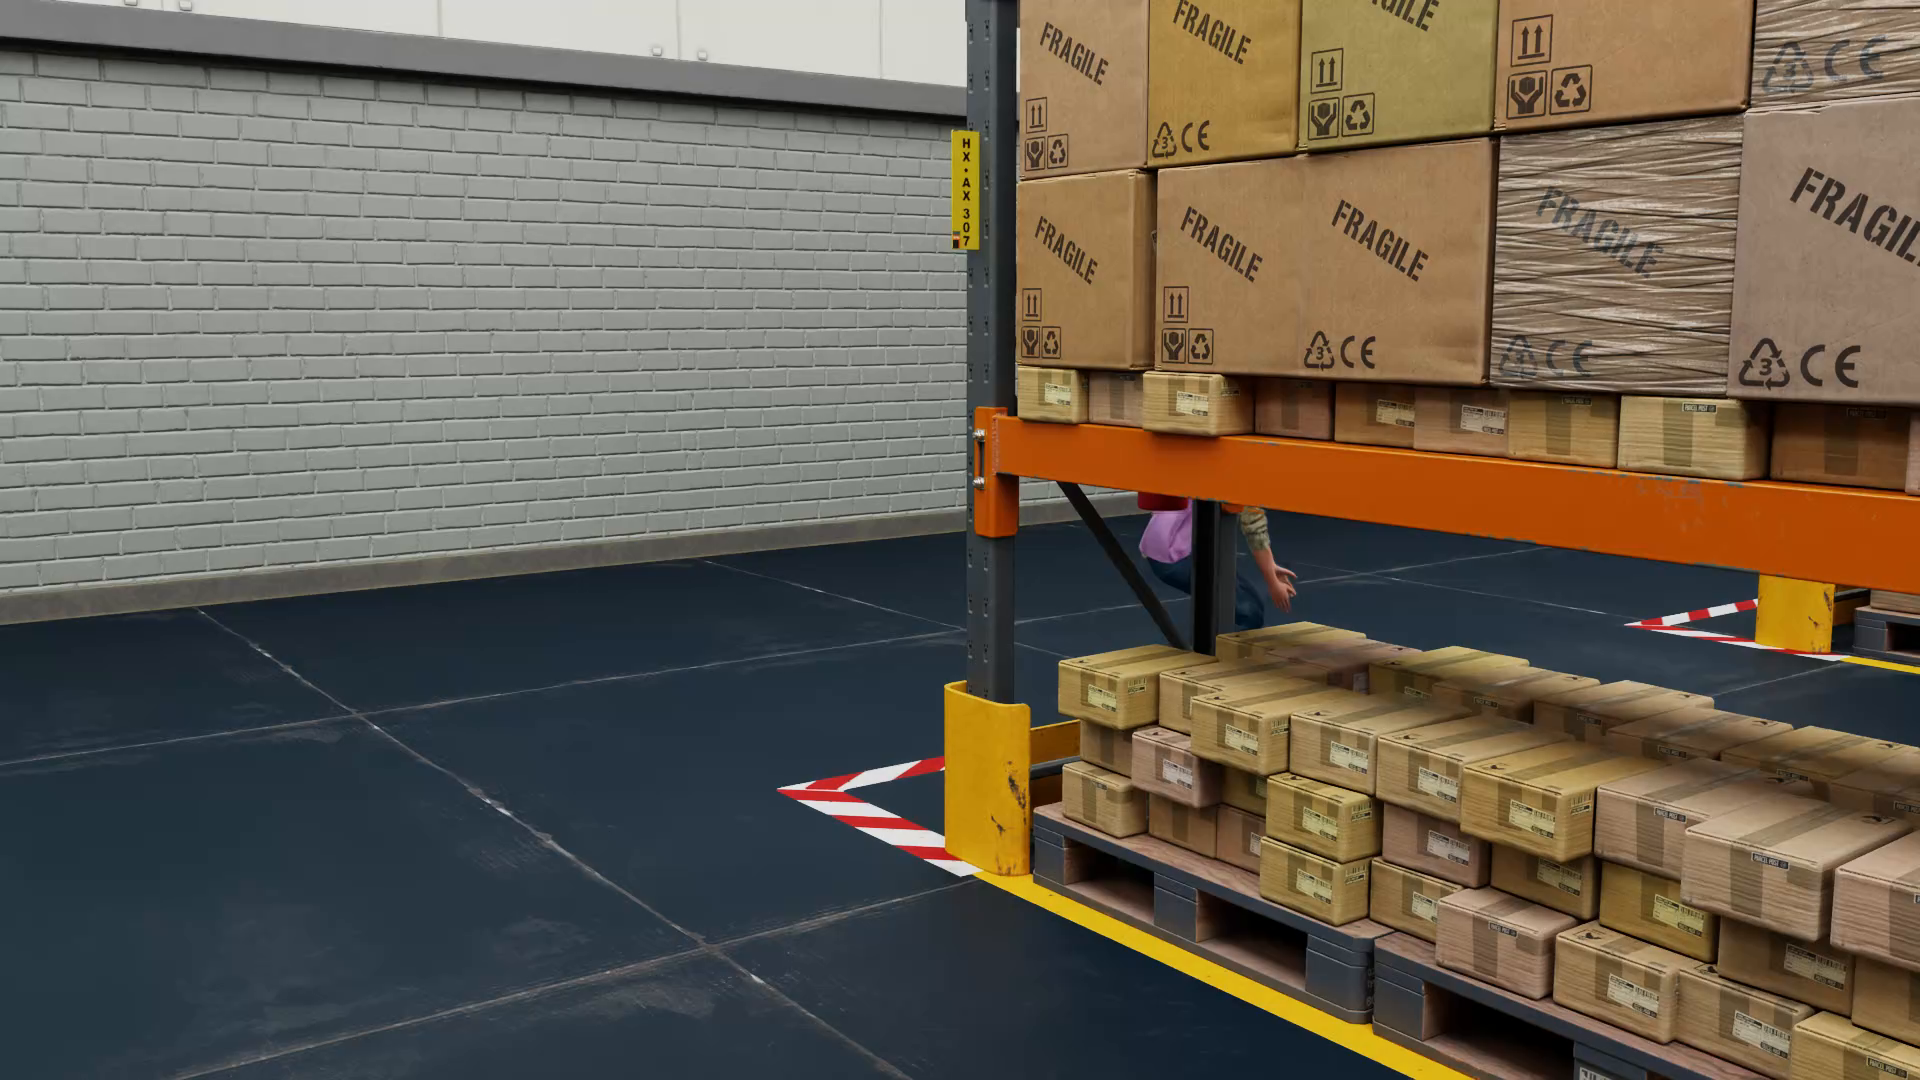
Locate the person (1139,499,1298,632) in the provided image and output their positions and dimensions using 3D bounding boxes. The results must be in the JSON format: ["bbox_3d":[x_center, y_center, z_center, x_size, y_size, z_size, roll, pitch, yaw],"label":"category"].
[{"bbox_3d":[1.038,0.076,6.511,0.673,1.270,0.462,1,8,10],"label":"person"}]
